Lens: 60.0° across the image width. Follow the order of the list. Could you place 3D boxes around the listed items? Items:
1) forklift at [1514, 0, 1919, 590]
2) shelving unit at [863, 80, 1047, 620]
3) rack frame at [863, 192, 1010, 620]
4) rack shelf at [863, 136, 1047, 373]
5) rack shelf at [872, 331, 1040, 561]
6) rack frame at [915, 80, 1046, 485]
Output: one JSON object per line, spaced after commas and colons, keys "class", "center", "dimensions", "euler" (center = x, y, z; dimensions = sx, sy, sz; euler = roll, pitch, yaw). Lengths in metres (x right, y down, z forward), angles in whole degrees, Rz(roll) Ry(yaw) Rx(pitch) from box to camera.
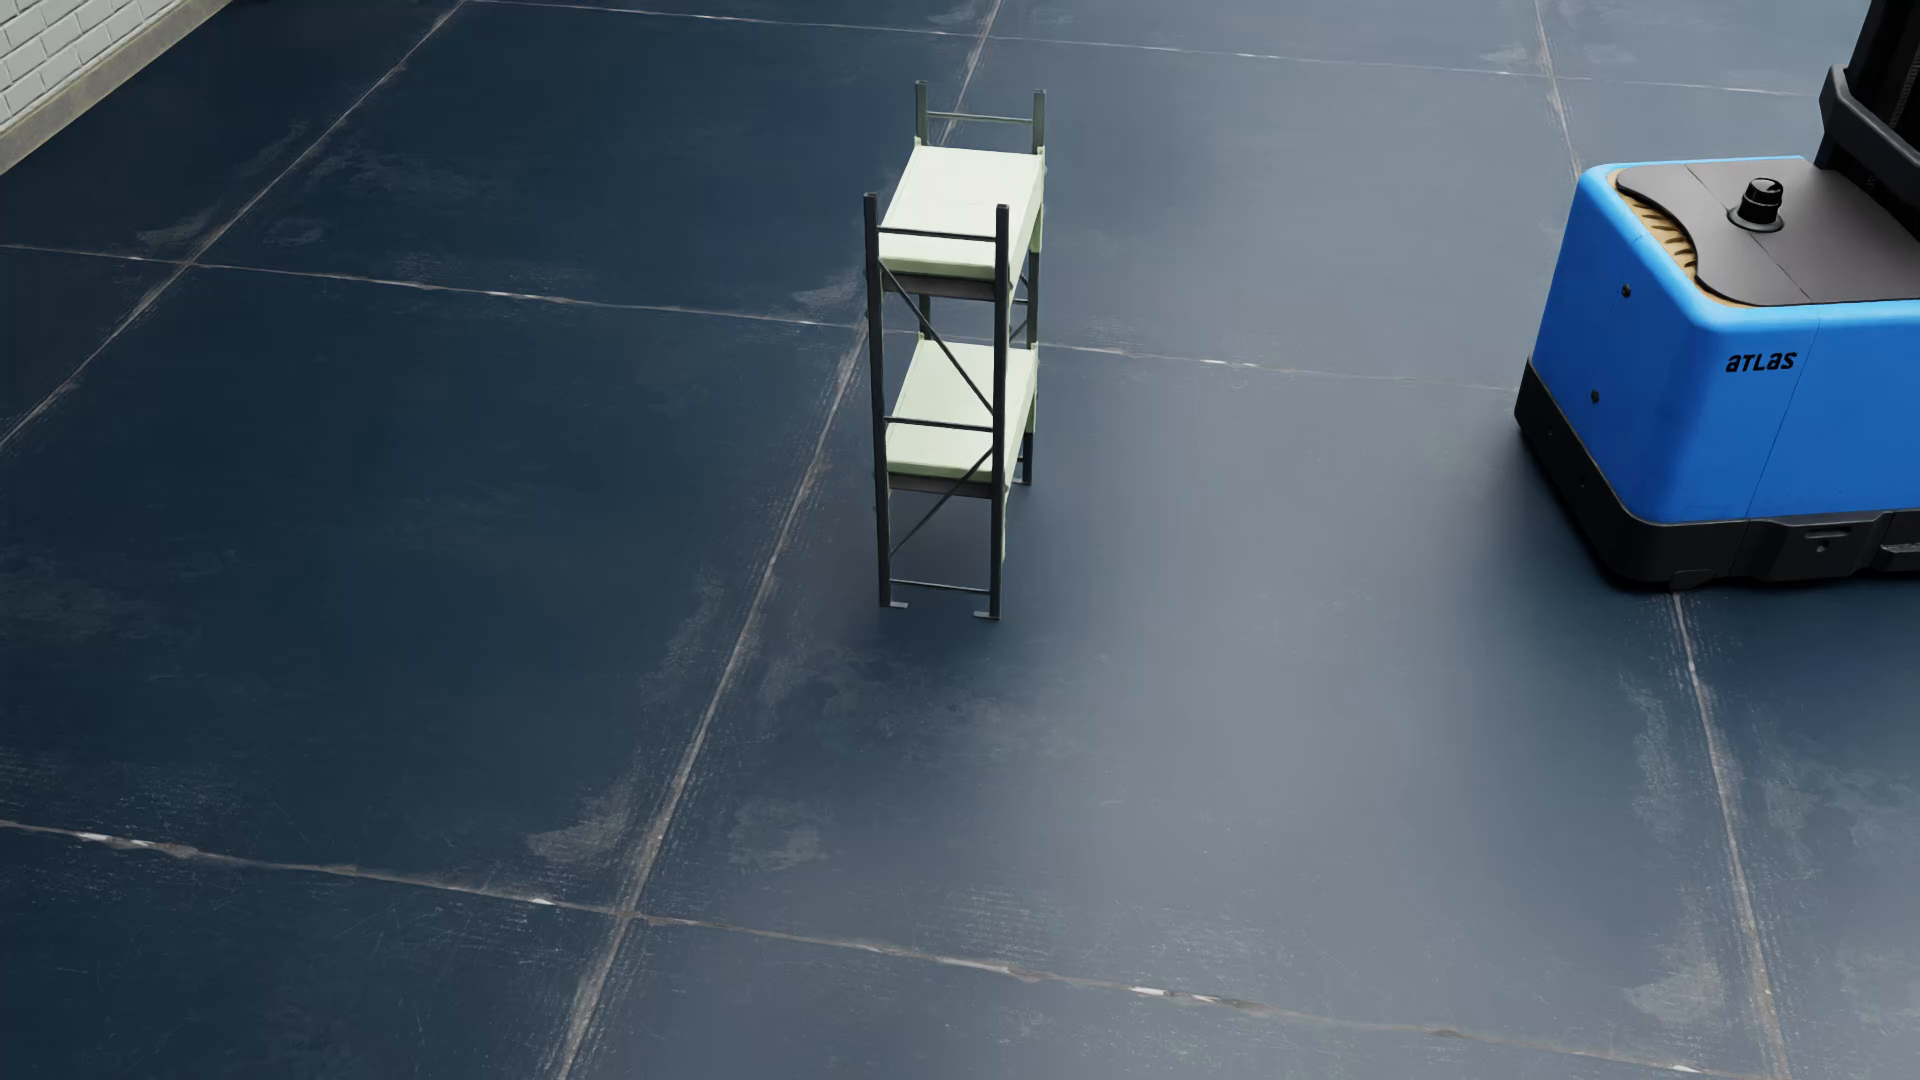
{"class": "forklift", "center": [3.613, -1.354, 5.088], "dimensions": [3.031, 2.935, 1.130], "euler": [-4, 40, -4]}
{"class": "shelving unit", "center": [-0.001, -0.574, 5.267], "dimensions": [0.431, 1.500, 0.755], "euler": [6, 40, 8]}
{"class": "rack frame", "center": [-0.064, -0.344, 4.989], "dimensions": [0.400, 1.500, 0.023], "euler": [6, 40, 8]}
{"class": "rack shelf", "center": [-0.001, -0.875, 5.018], "dimensions": [0.431, 0.370, 0.720], "euler": [6, 40, 8]}
{"class": "rack shelf", "center": [-0.001, -0.323, 5.475], "dimensions": [0.431, 0.370, 0.720], "euler": [6, 40, 8]}
{"class": "rack frame", "center": [0.062, -0.804, 5.545], "dimensions": [0.400, 1.500, 0.023], "euler": [6, 40, 8]}
